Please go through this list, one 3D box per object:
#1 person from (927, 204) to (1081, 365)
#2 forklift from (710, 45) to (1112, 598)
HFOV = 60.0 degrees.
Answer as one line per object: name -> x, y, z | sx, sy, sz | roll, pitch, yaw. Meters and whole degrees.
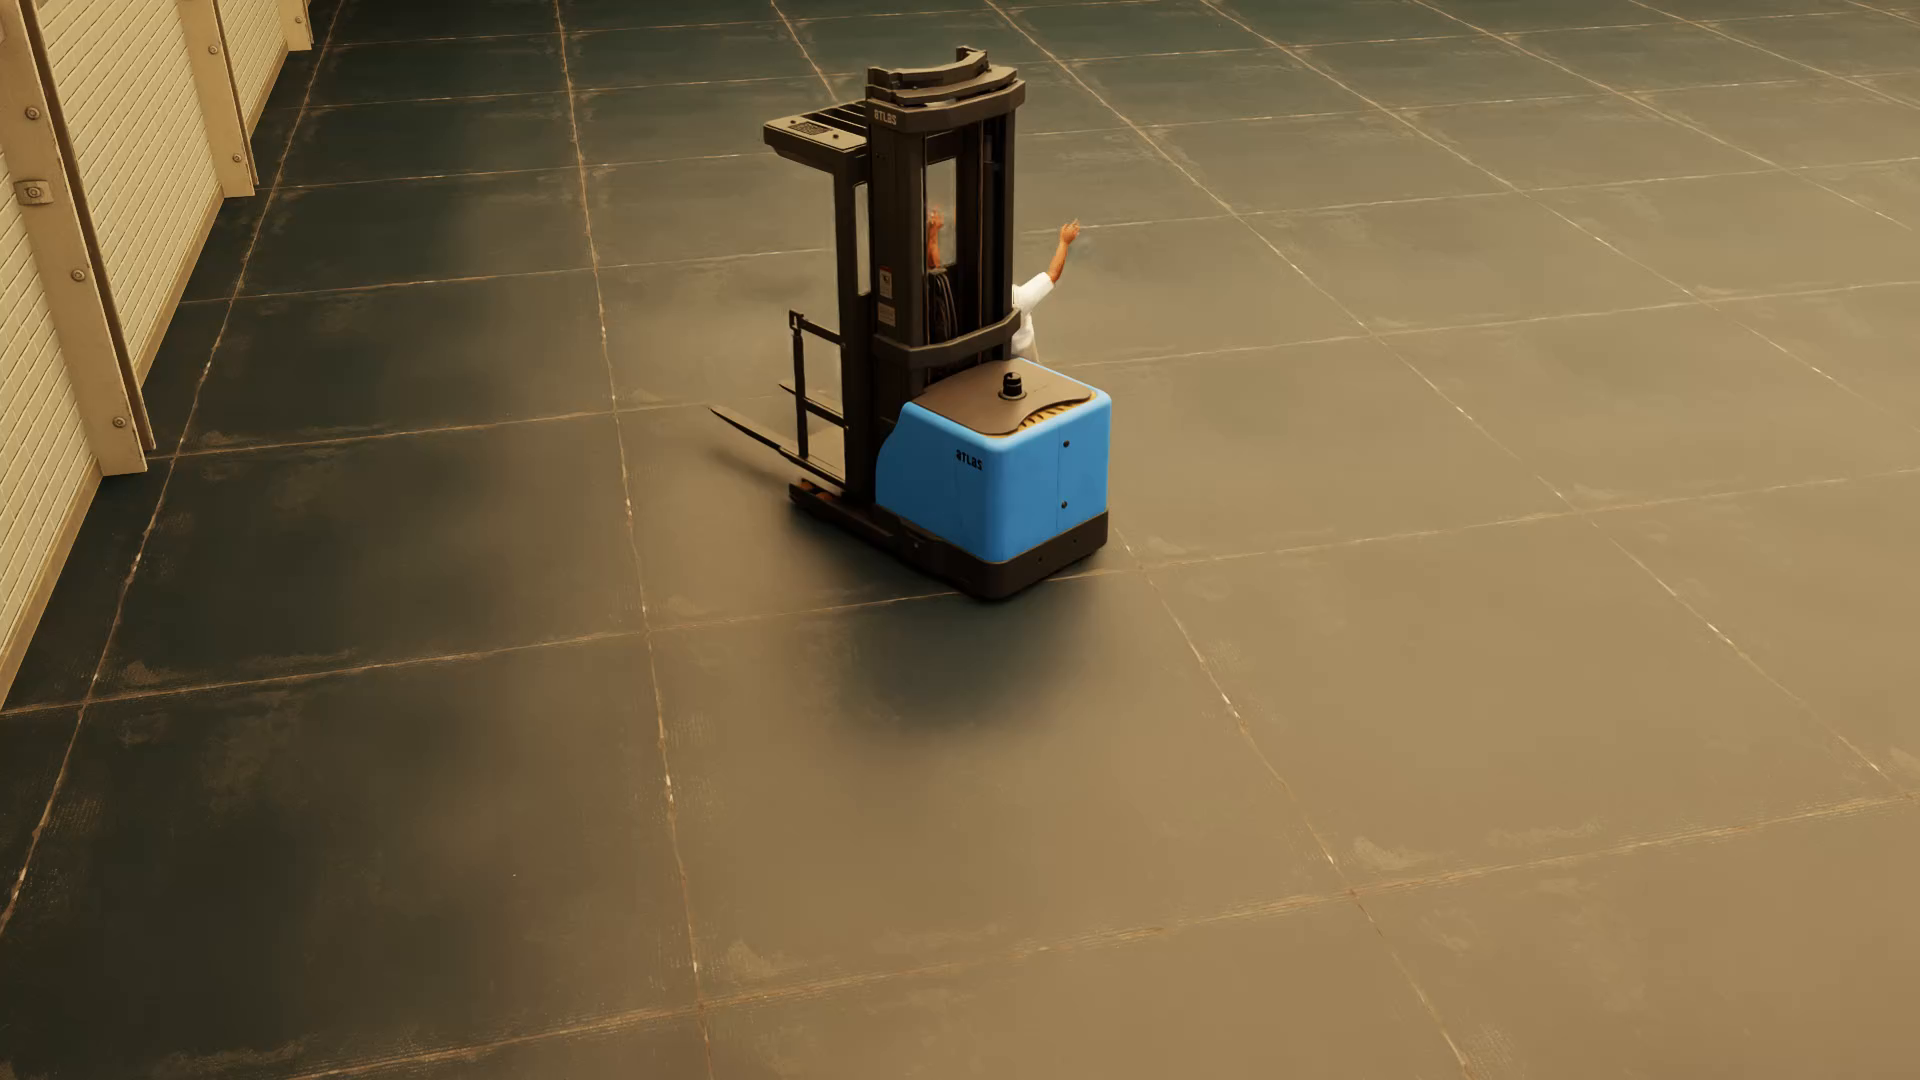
person -> 0.275, -1.422, 11.299 | 1.028, 1.643, 0.753 | 3, 30, 5
forklift -> -0.465, -1.570, 10.286 | 1.130, 2.935, 3.031 | -26, 39, -37
